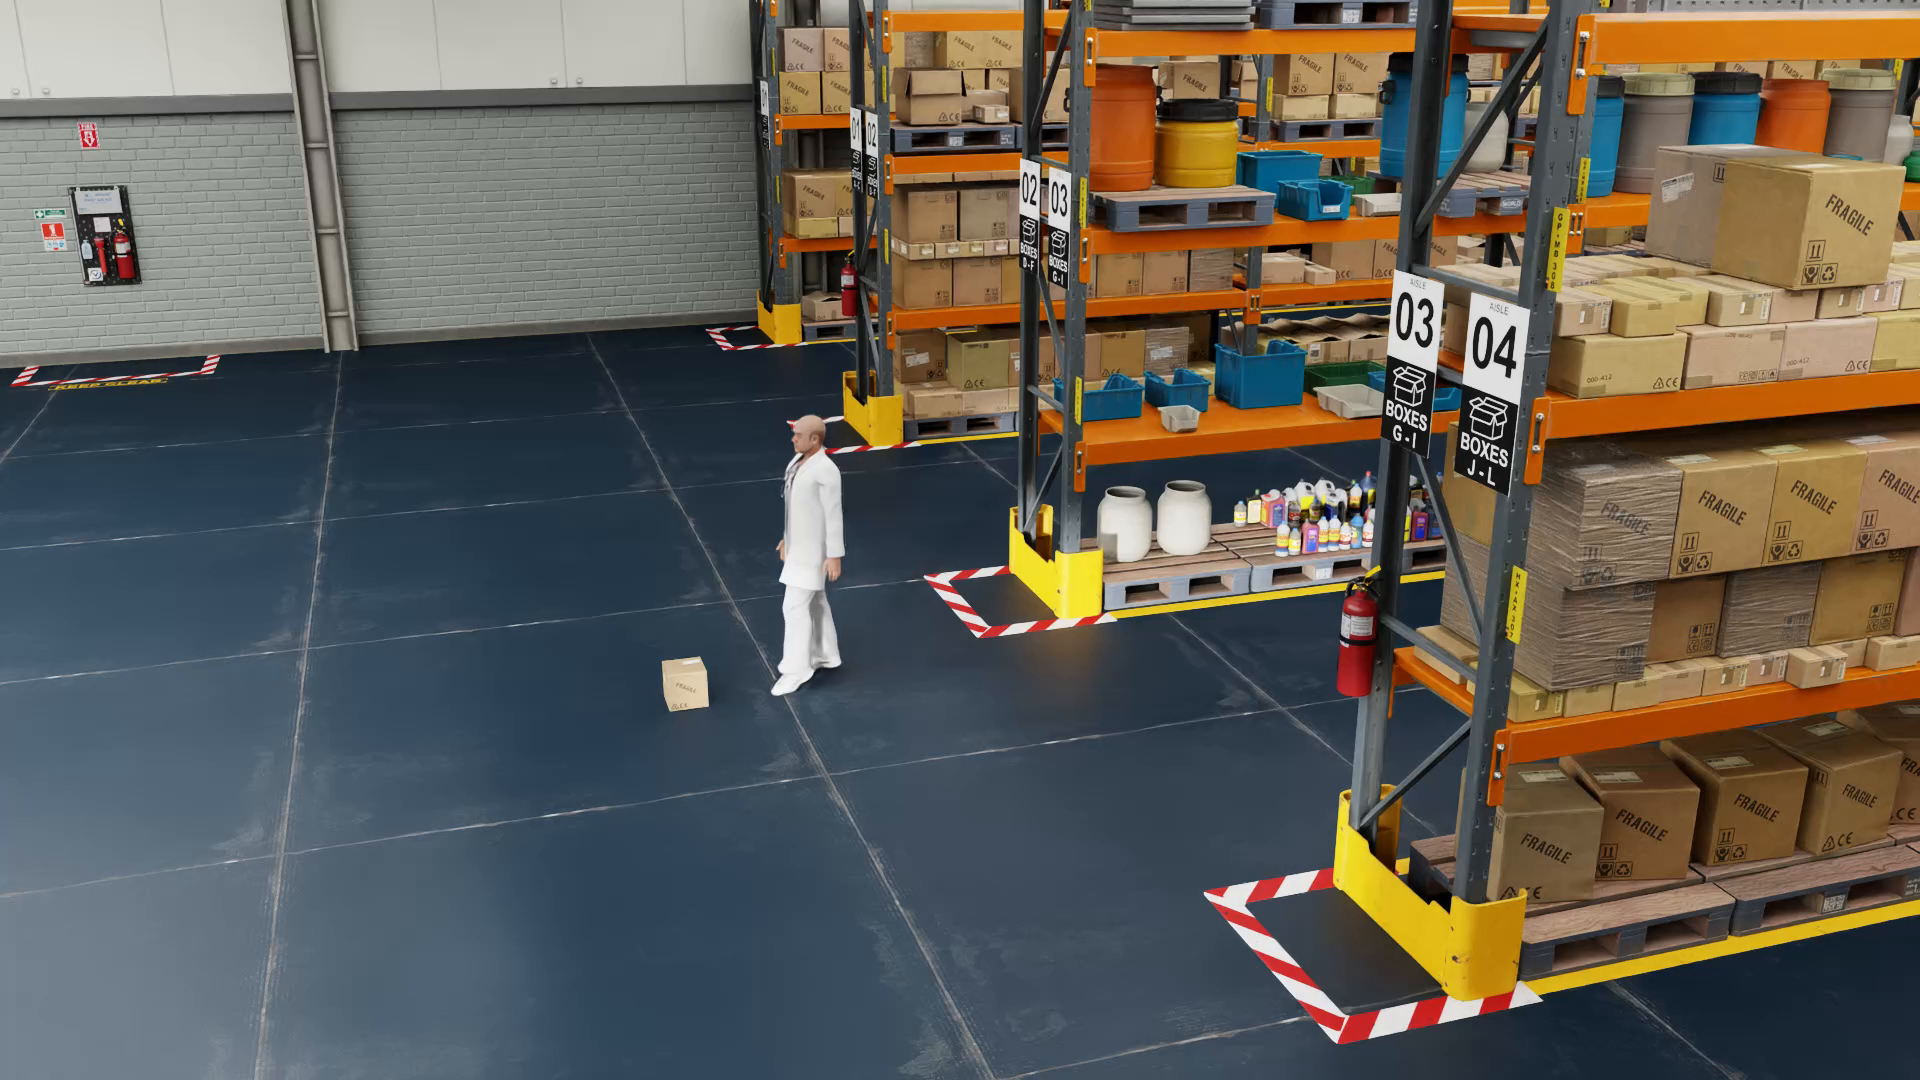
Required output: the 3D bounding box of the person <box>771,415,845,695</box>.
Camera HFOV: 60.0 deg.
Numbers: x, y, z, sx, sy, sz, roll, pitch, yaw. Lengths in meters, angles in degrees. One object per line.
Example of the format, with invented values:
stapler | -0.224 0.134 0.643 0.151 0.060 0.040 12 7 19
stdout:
person | -1.057 0.095 10.867 0.592 1.848 0.613 -8 21 -22
